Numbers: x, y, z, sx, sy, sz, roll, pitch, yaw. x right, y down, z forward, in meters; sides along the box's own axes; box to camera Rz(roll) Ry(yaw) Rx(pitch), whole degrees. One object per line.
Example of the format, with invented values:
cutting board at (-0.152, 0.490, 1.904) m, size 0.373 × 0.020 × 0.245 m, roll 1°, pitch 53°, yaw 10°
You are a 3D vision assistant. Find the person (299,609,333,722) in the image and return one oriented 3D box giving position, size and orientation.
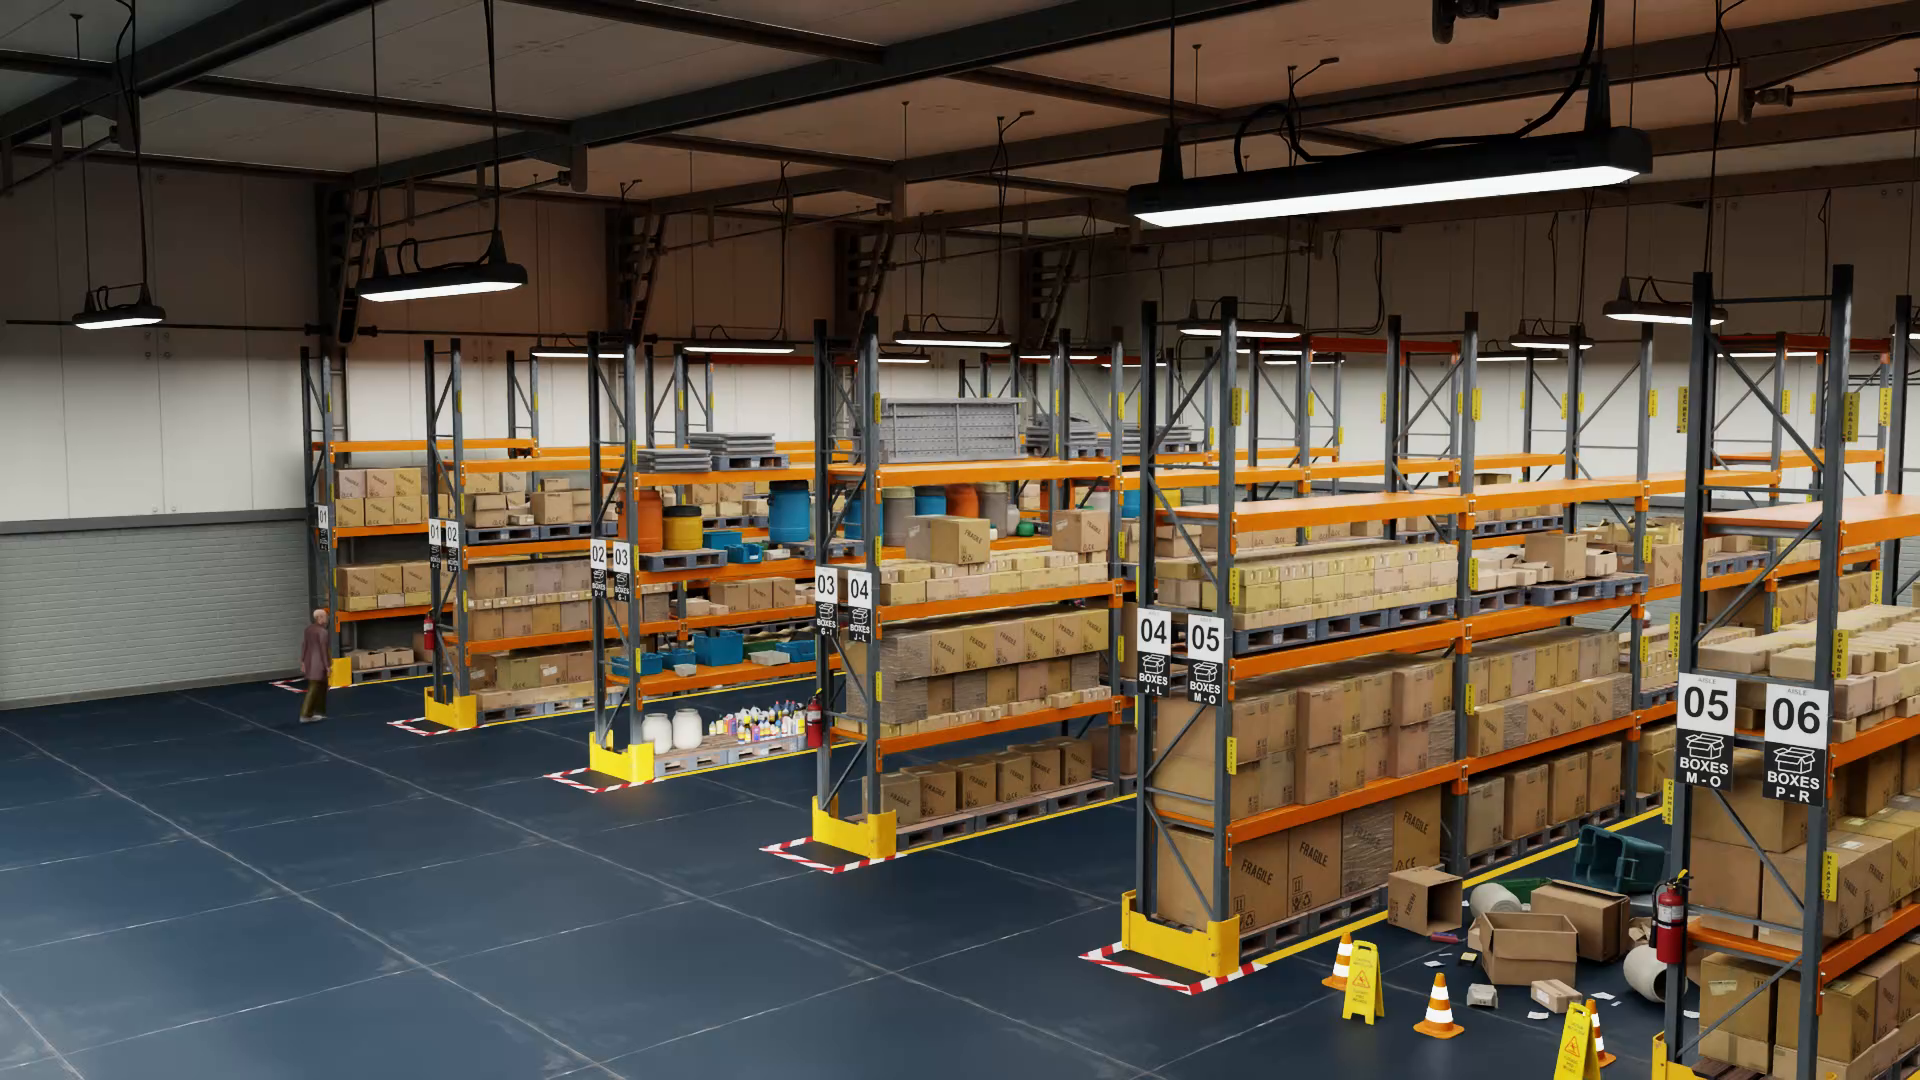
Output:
person at (-10.143, 1.996, 26.149) m, size 0.630 × 1.814 × 0.594 m, roll 4°, pitch 6°, yaw 39°

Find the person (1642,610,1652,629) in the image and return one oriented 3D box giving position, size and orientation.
person at (11.172, 1.964, 26.866) m, size 0.711 × 1.682 × 0.704 m, roll -3°, pitch 6°, yaw -34°
